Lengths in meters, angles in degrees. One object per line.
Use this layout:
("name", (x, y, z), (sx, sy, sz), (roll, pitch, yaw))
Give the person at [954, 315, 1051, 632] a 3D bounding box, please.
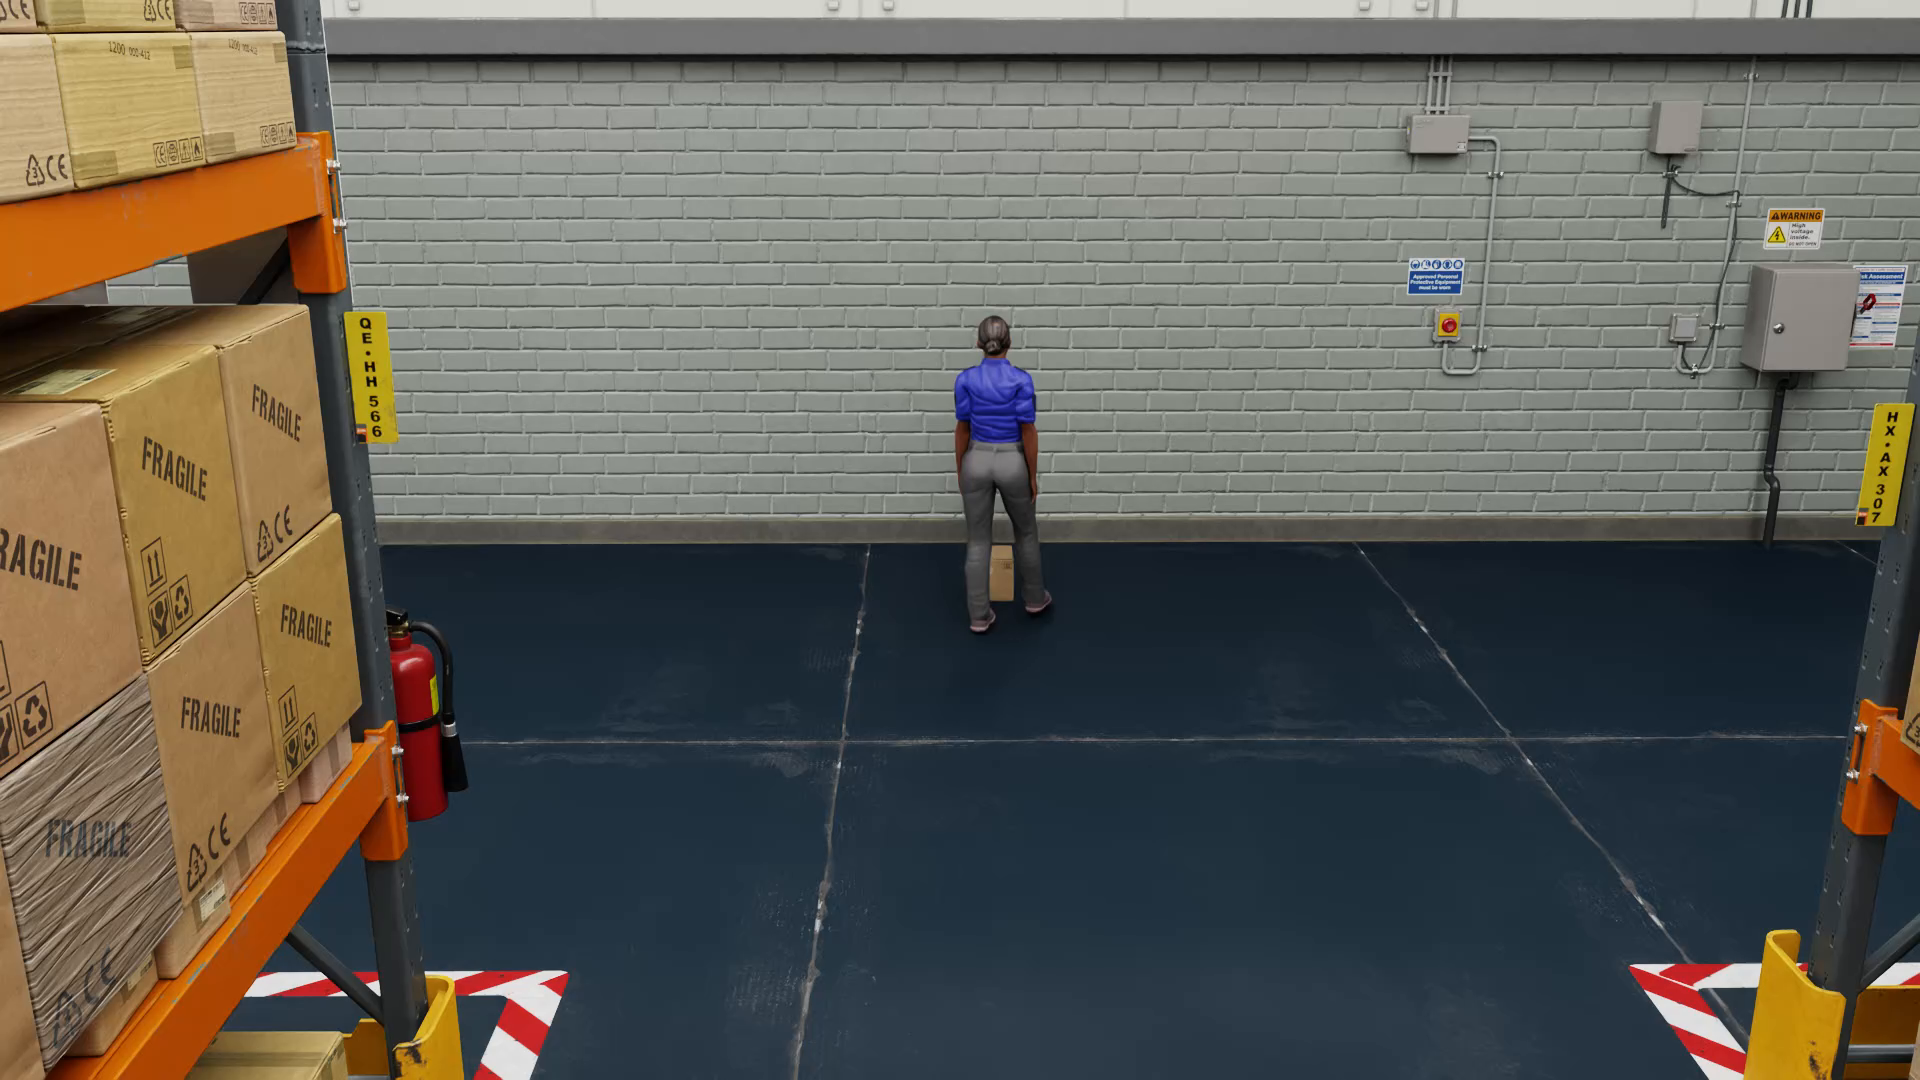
("person", (0.231, -0.377, 8.738), (0.496, 1.653, 0.585), (2, 17, 6))
